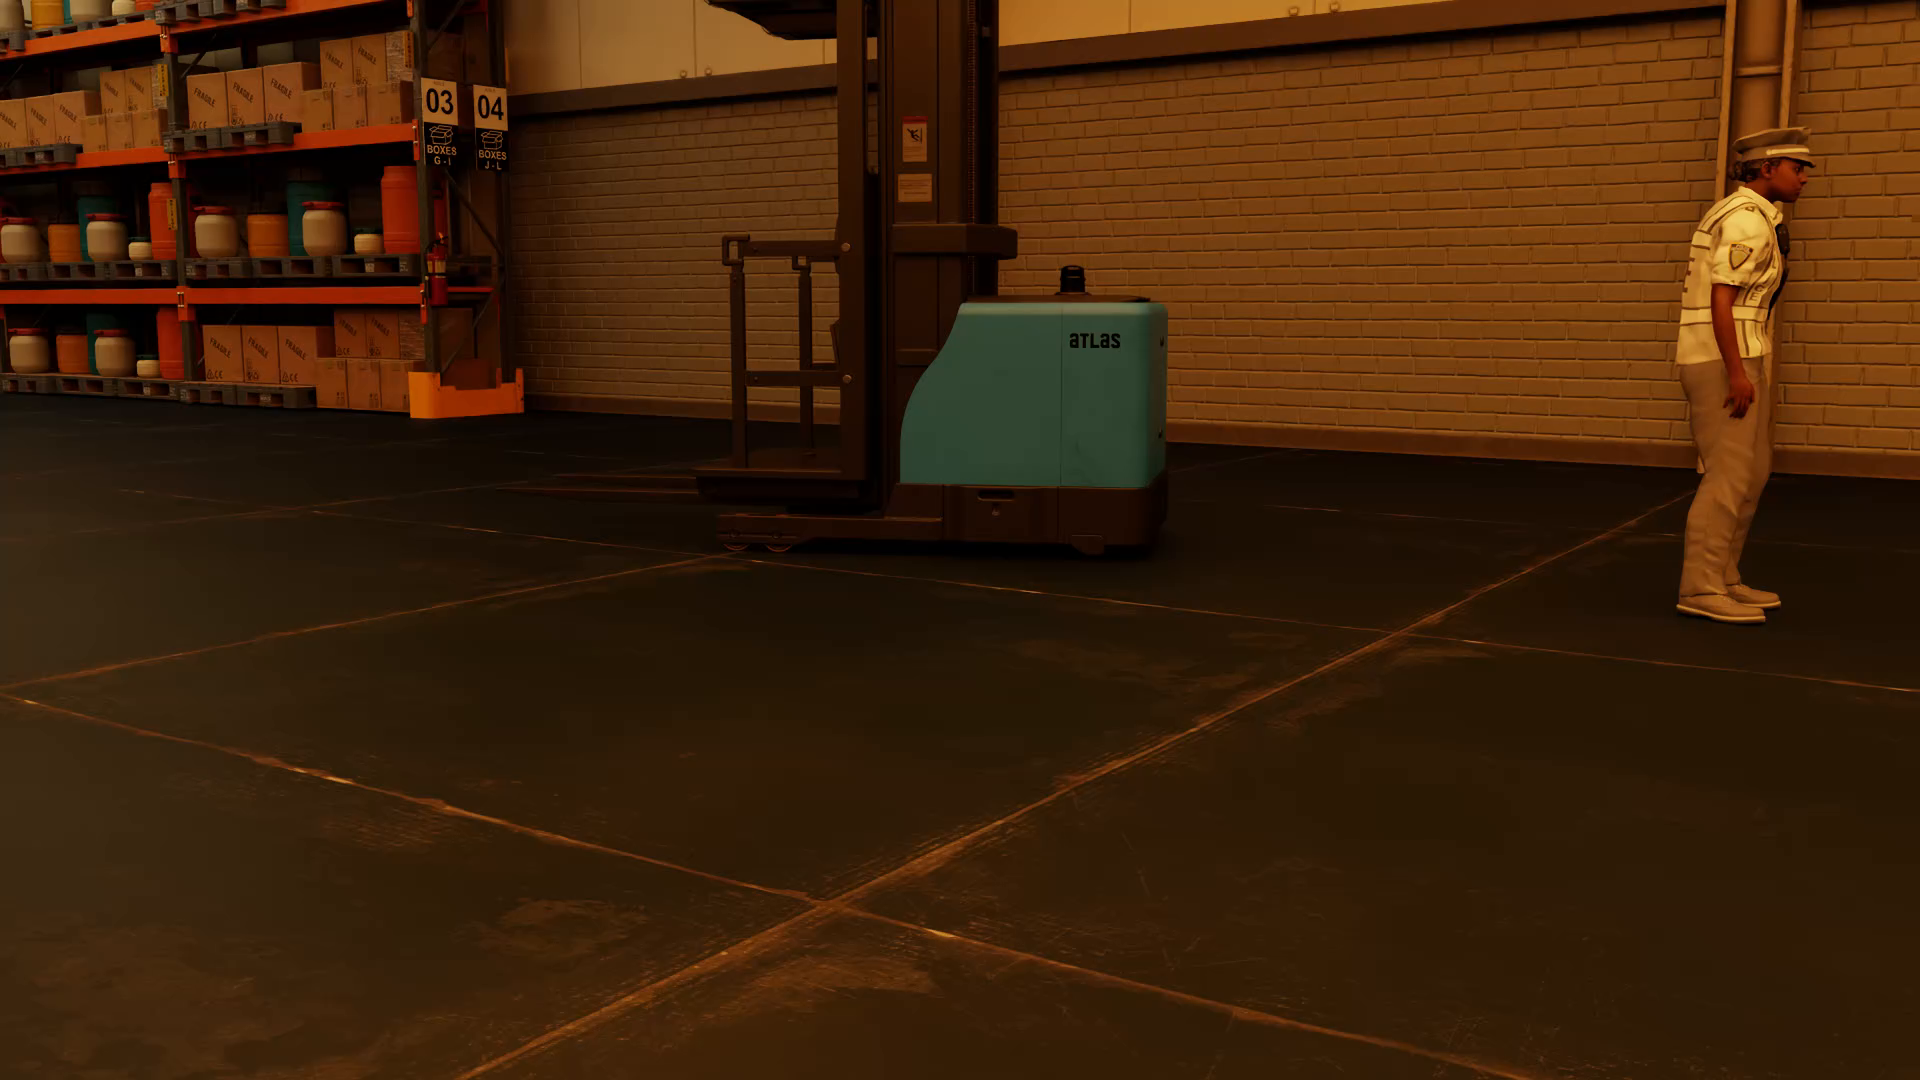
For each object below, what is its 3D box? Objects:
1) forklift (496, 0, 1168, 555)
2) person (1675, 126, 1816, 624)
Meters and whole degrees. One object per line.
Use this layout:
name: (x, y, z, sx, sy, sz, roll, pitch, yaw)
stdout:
forklift: (-0.596, -1.469, 7.520, 3.031, 2.935, 1.130, 2, 8, 12)
person: (2.683, -0.574, 5.744, 0.396, 1.662, 0.532, 5, 9, 31)
